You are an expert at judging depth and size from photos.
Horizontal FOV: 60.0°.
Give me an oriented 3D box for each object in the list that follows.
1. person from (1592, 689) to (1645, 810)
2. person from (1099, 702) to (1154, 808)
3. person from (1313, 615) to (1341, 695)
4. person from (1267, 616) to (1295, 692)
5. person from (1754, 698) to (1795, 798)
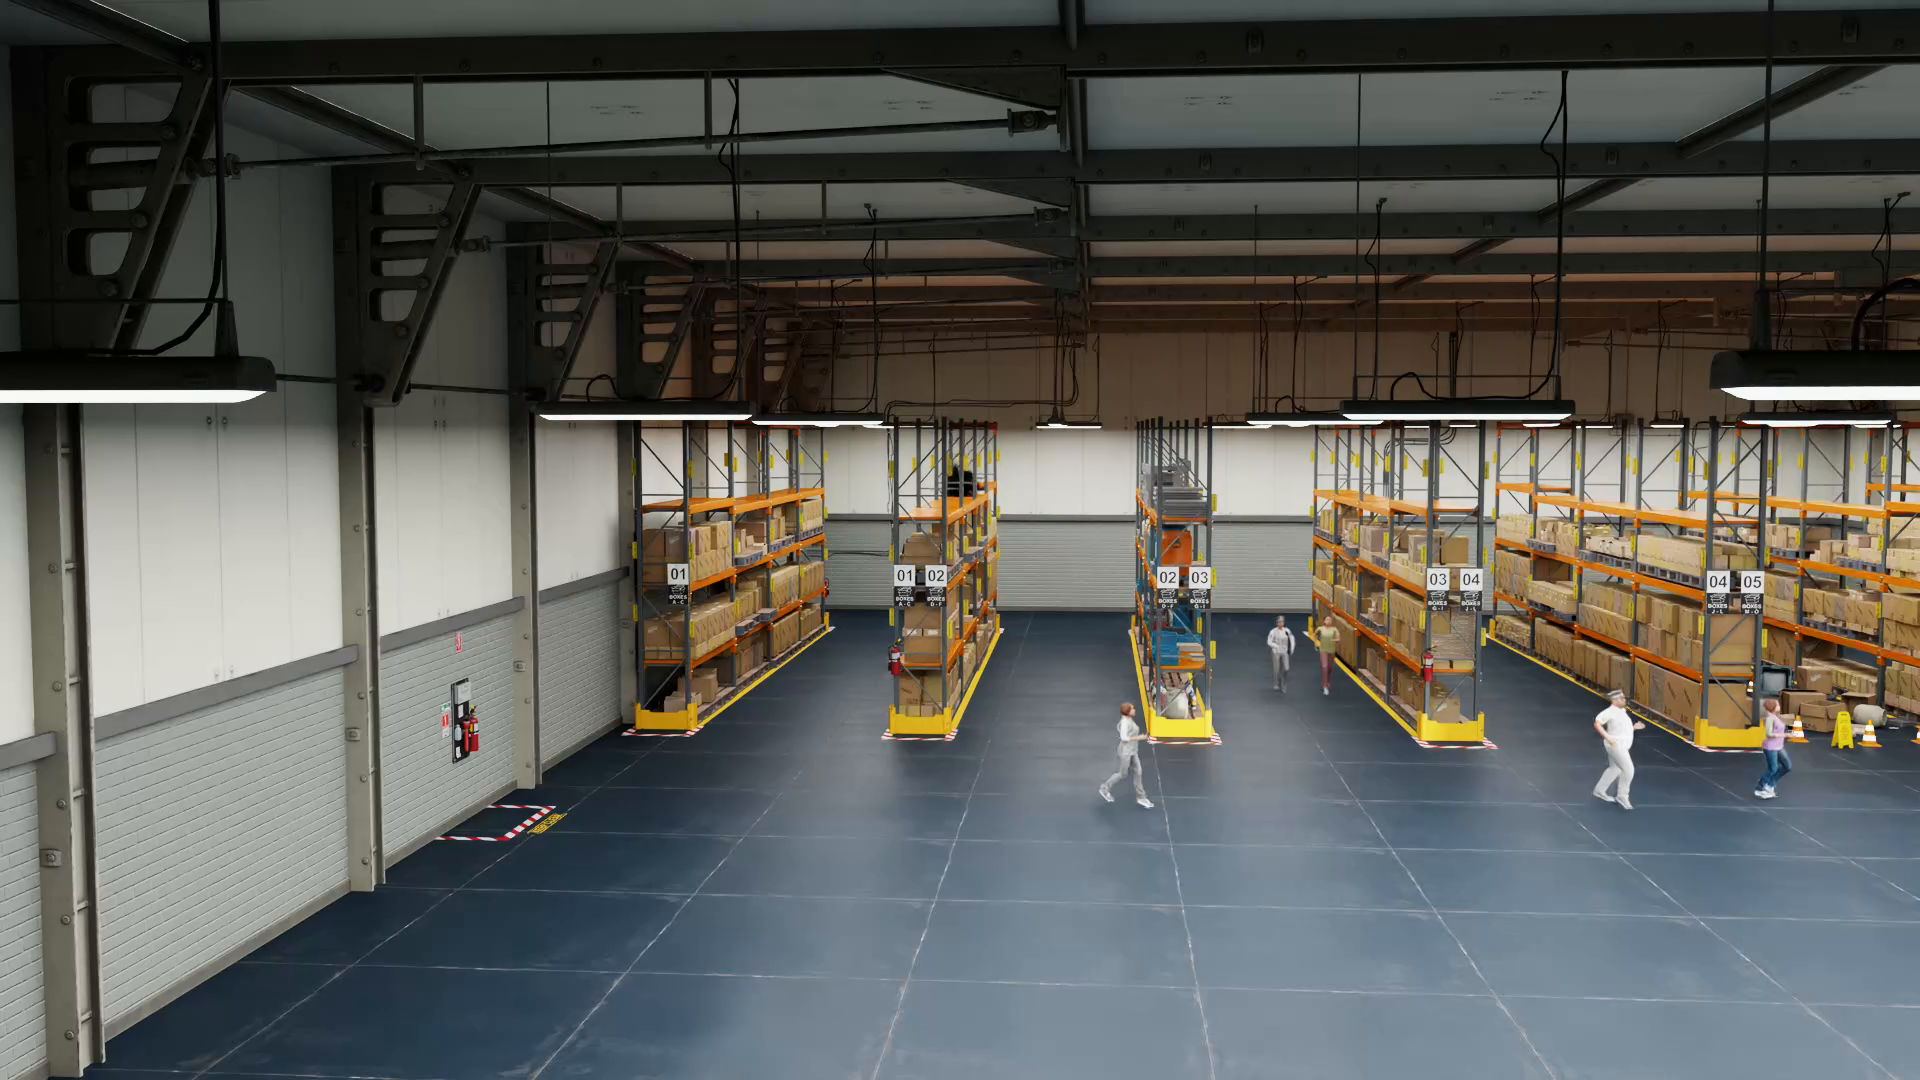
[{"bbox_3d":[10.041,3.186,25.377,0.745,1.851,0.639,3,5,34],"label":"person"},{"bbox_3d":[2.529,3.250,25.259,0.851,1.606,0.535,2,4,23],"label":"person"},{"bbox_3d":[8.065,2.486,36.507,0.557,1.701,0.879,0,4,0],"label":"person"},{"bbox_3d":[7.057,2.508,36.499,0.643,1.708,0.660,0,4,-1],"label":"person"},{"bbox_3d":[12.661,3.240,25.799,0.596,1.575,0.517,3,5,43],"label":"person"}]
